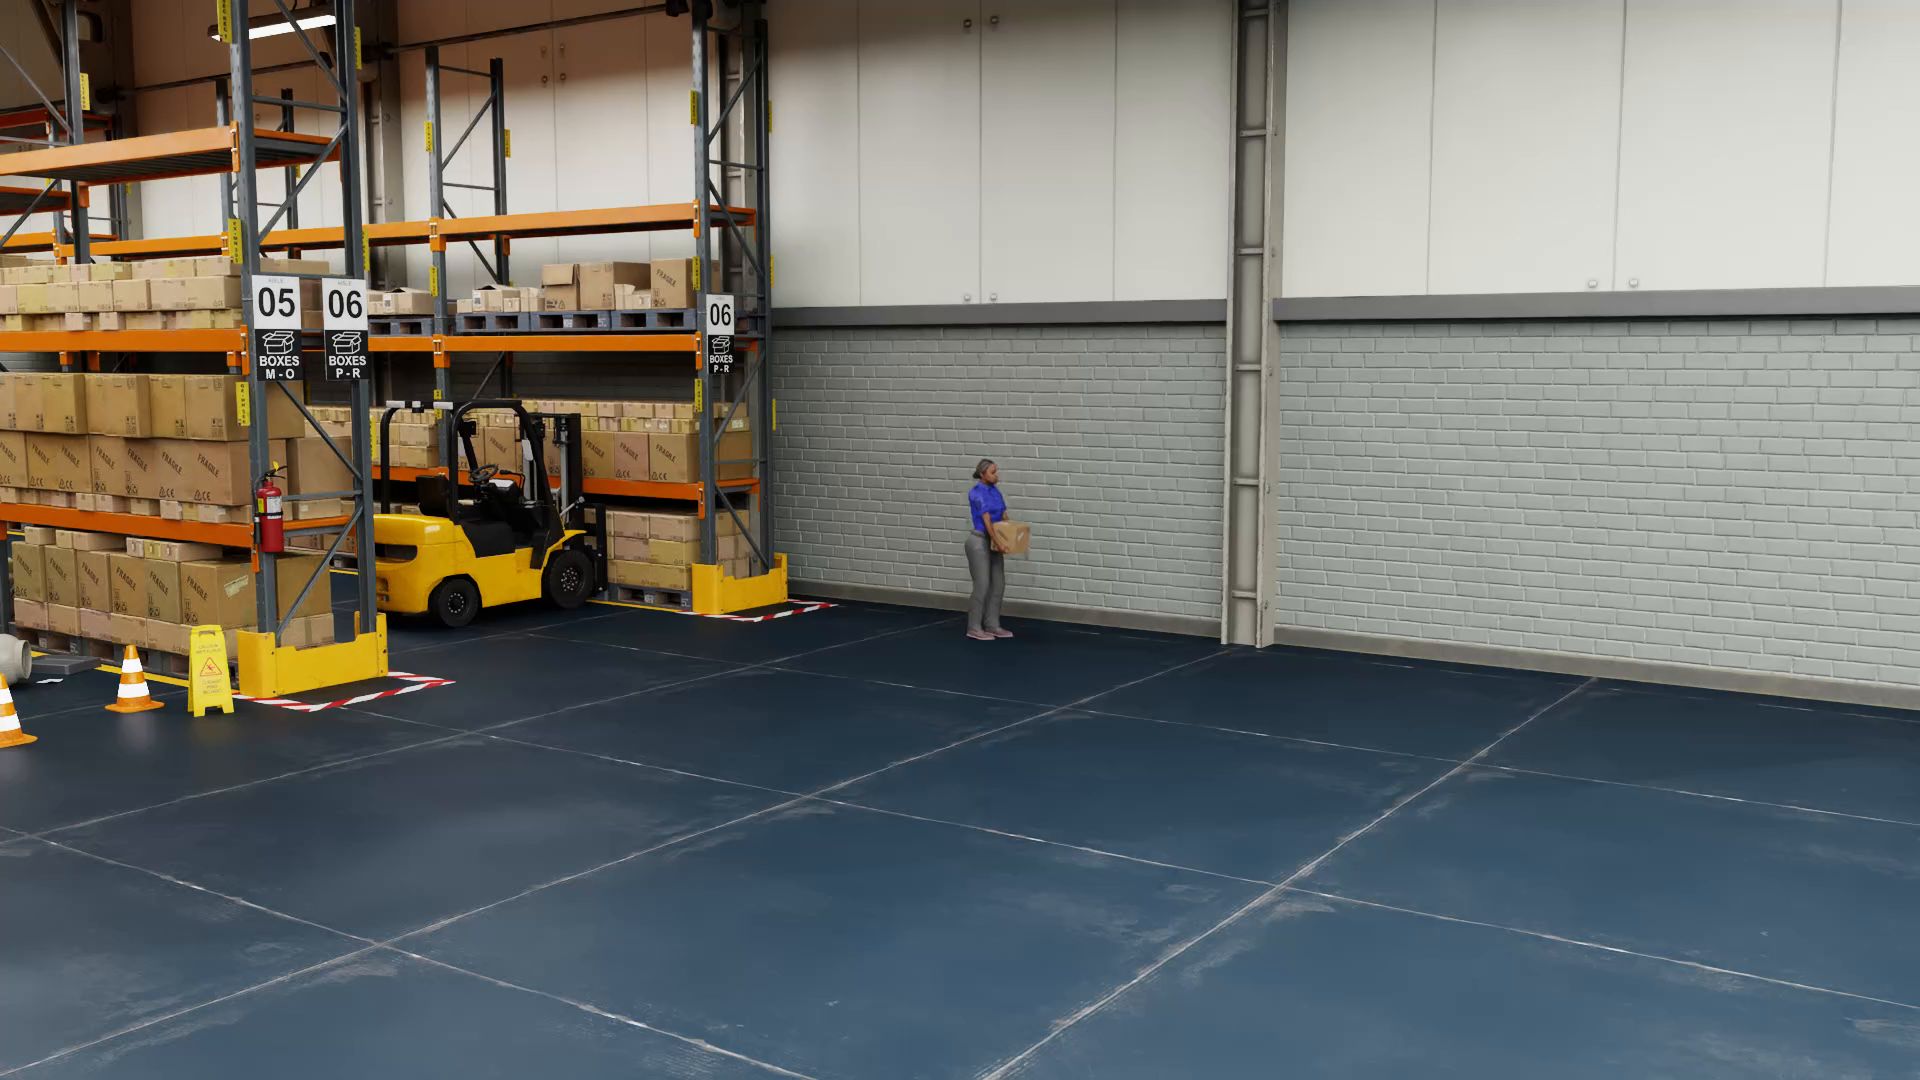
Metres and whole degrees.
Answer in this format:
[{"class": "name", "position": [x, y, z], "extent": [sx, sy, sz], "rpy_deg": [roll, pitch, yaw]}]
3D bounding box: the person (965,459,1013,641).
[{"class": "person", "position": [0.303, 0.088, 15.294], "extent": [0.515, 1.651, 0.451], "rpy_deg": [4, 8, 34]}]
